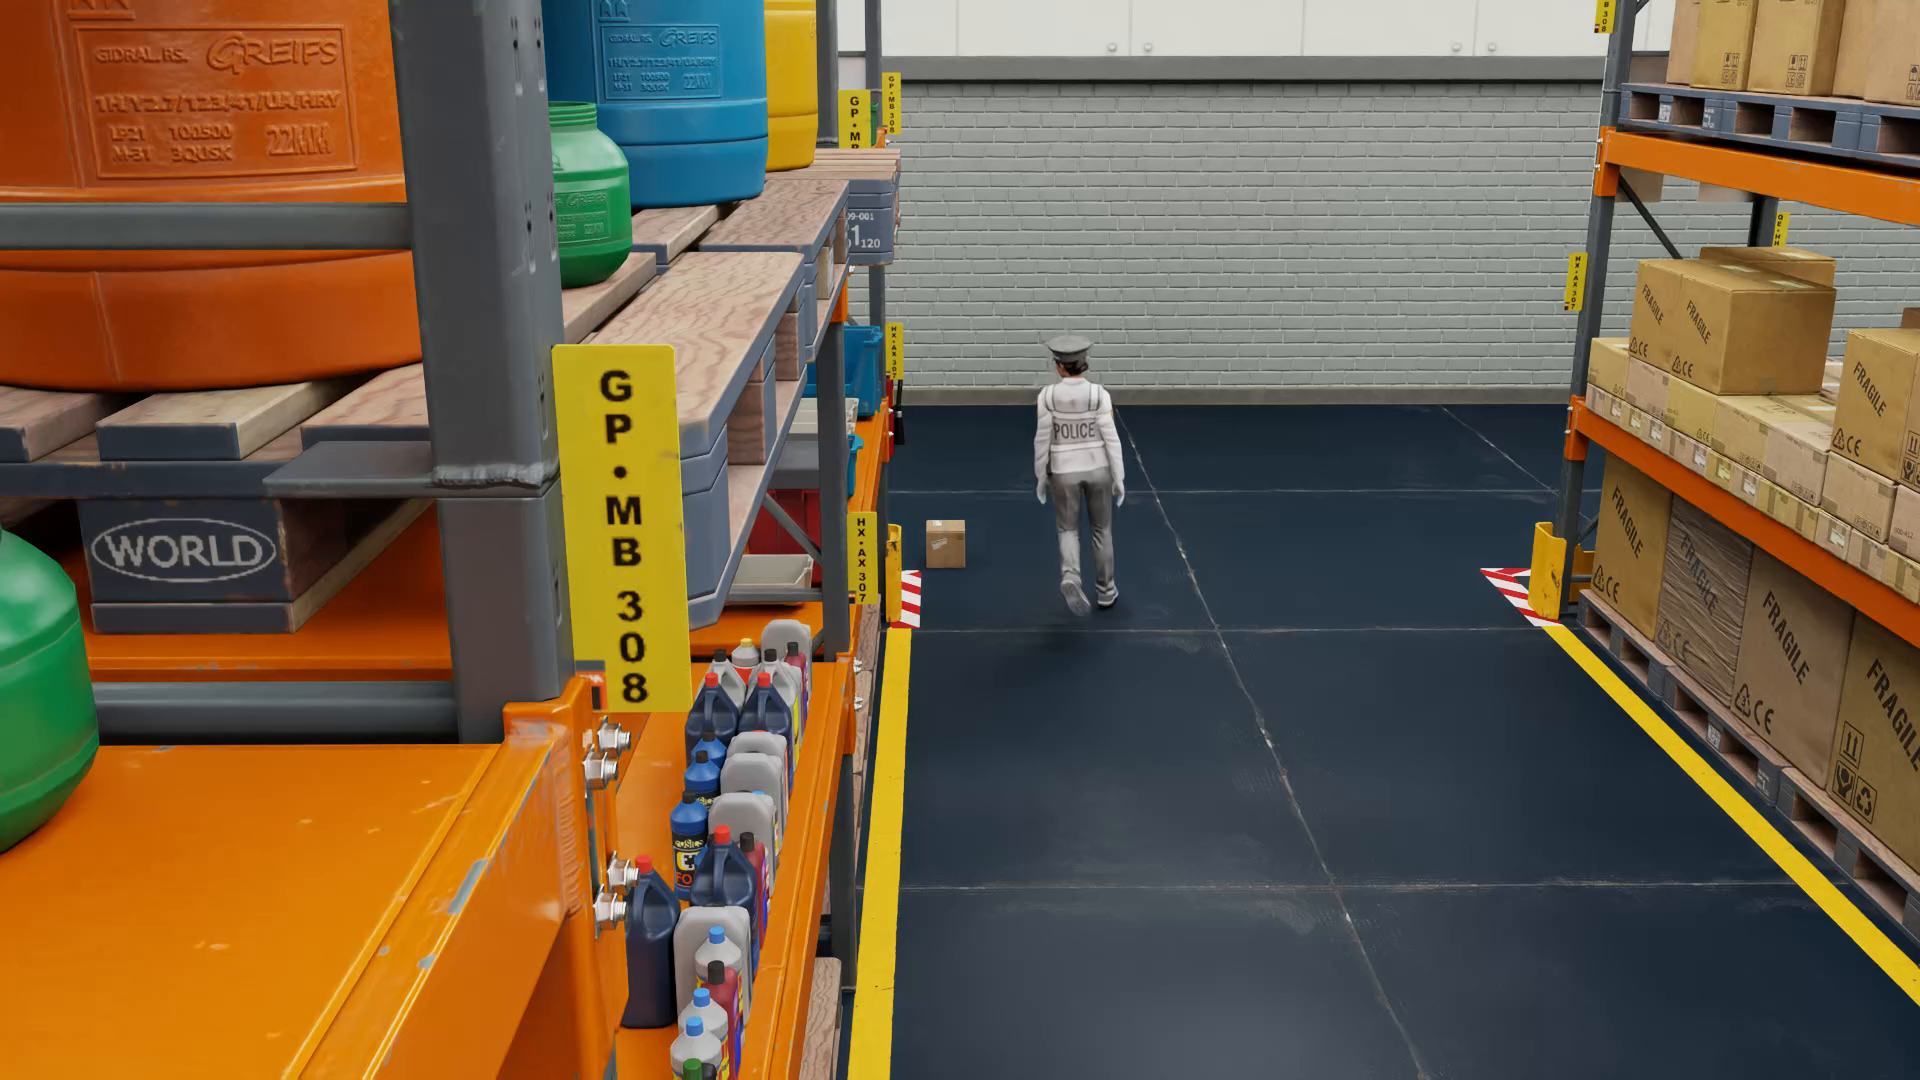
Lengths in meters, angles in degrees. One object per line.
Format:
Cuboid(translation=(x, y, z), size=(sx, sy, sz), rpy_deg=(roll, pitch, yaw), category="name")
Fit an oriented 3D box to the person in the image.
Cuboid(translation=(0.695, -0.369, 9.711), size=(0.535, 1.629, 0.651), rpy_deg=(2, 17, 5), category="person")
